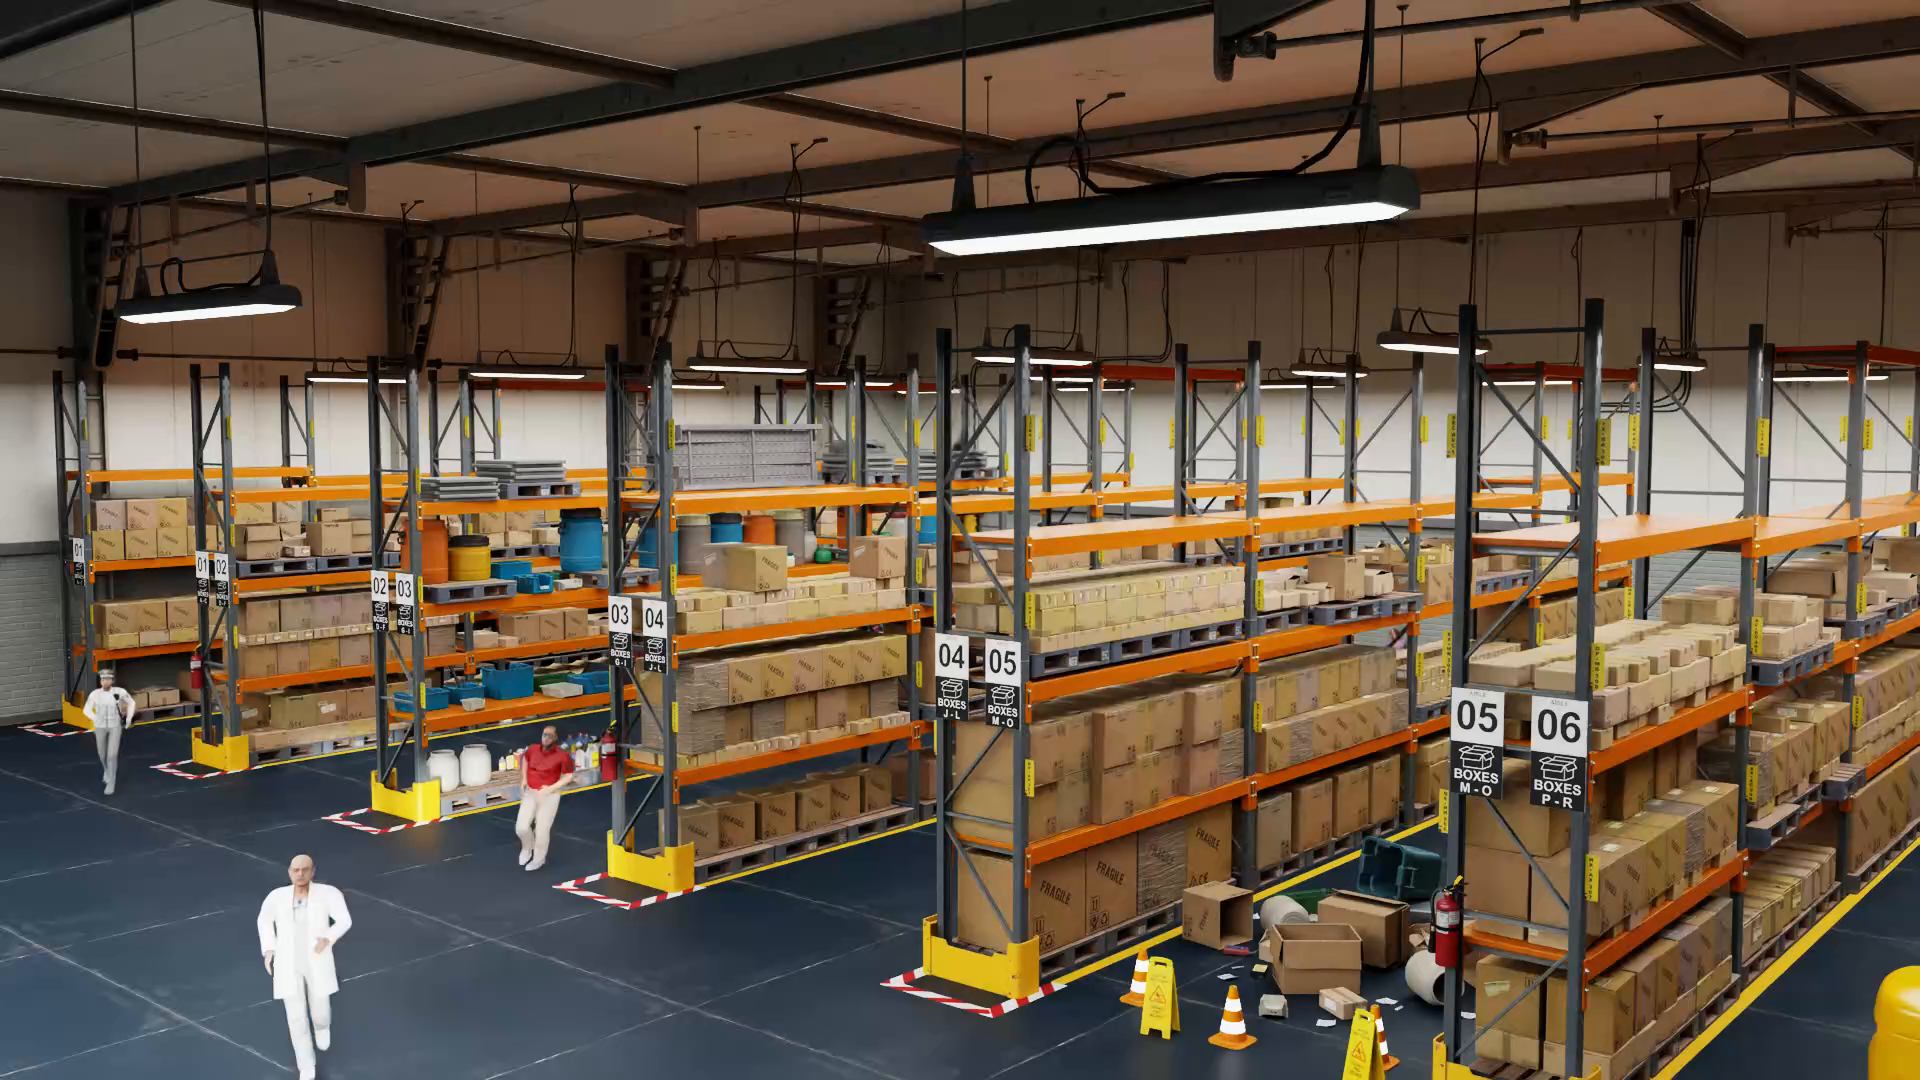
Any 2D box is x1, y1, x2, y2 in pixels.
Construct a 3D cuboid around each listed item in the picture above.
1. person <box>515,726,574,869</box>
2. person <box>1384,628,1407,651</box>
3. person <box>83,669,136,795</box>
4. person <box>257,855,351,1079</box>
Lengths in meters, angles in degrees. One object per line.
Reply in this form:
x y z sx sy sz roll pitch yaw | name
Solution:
-4.773 2.958 19.059 0.722 1.683 0.568 0 4 7 | person
7.628 2.305 29.077 0.560 1.545 0.589 2 4 23 | person
-11.900 2.643 23.274 0.637 1.715 0.820 -1 4 -18 | person
-5.180 3.340 13.145 0.709 1.742 0.798 -1 4 -16 | person
